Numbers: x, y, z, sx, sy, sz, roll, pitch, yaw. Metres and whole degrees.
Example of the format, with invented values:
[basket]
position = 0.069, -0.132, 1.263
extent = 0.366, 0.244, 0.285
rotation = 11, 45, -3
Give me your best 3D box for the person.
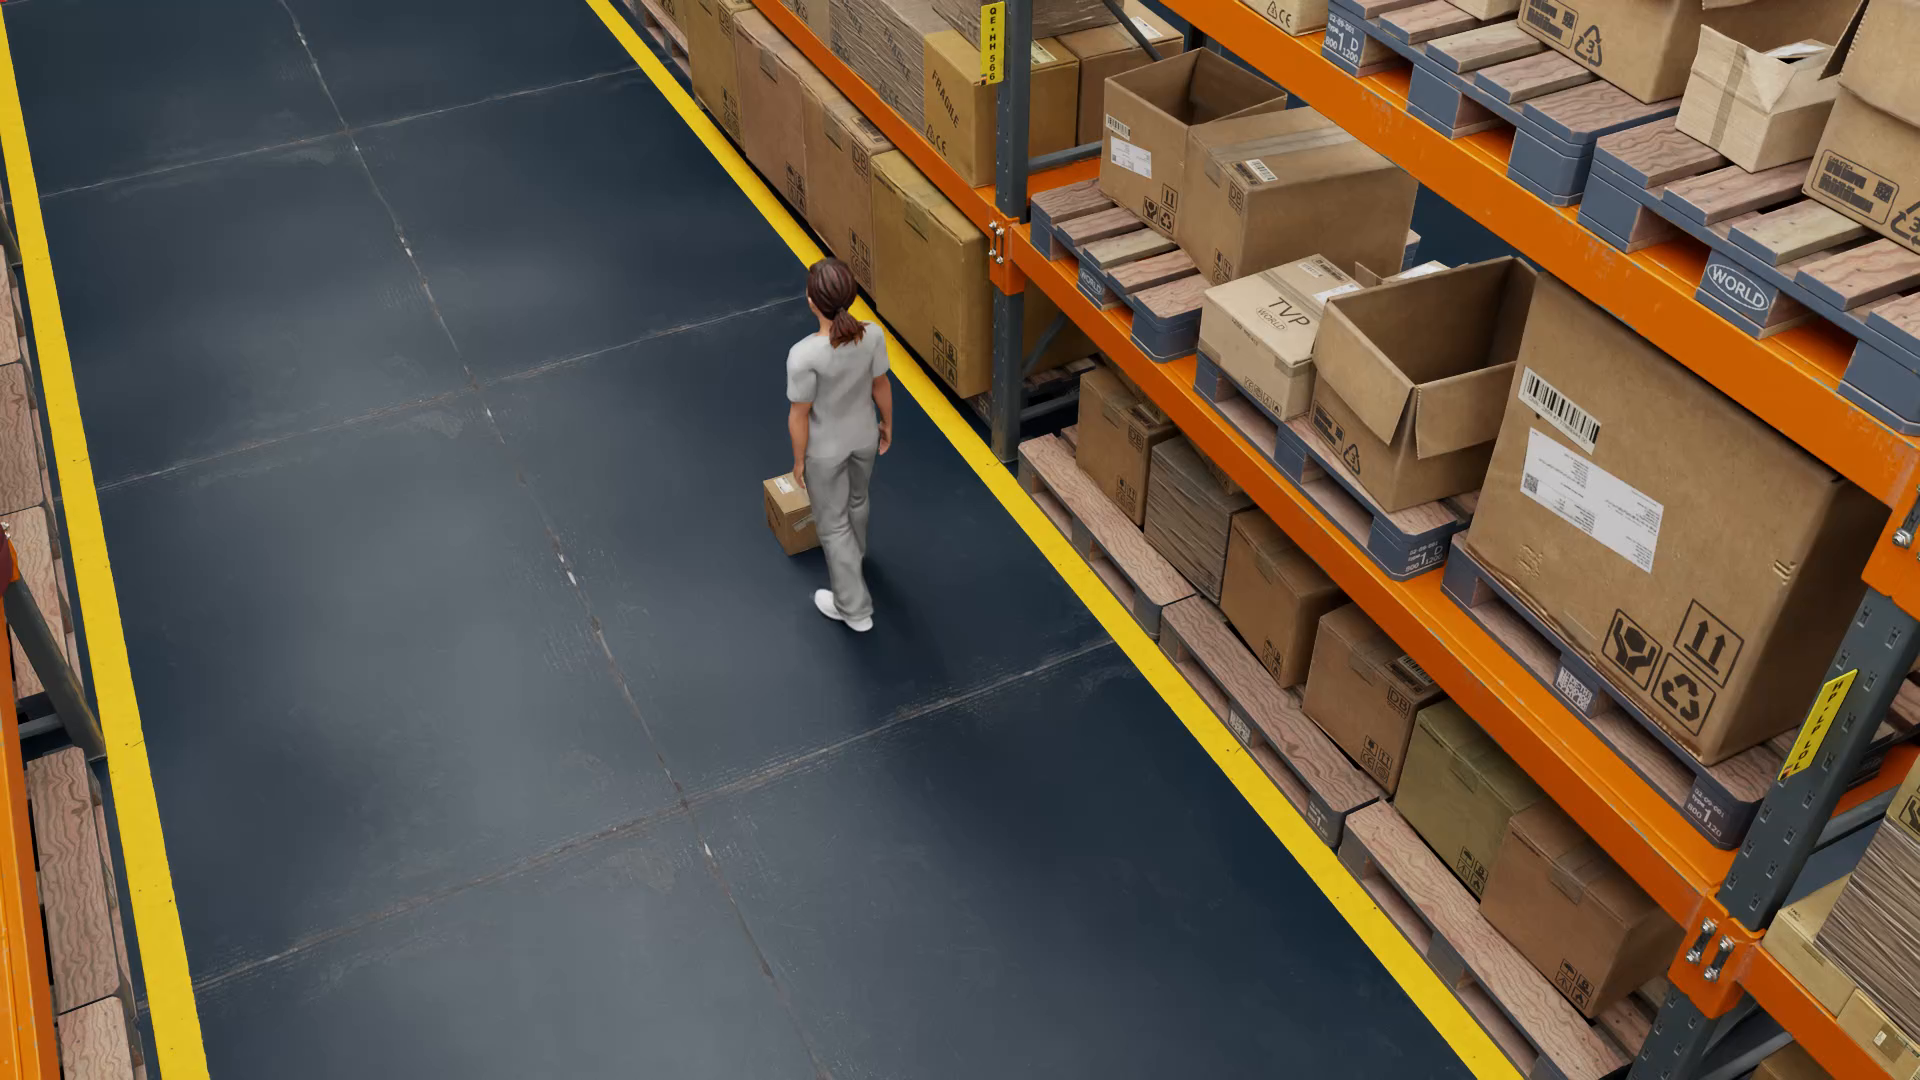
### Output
[person]
position = -0.523, -0.433, 6.642
extent = 0.462, 1.662, 0.663
rotation = -24, 47, -24
